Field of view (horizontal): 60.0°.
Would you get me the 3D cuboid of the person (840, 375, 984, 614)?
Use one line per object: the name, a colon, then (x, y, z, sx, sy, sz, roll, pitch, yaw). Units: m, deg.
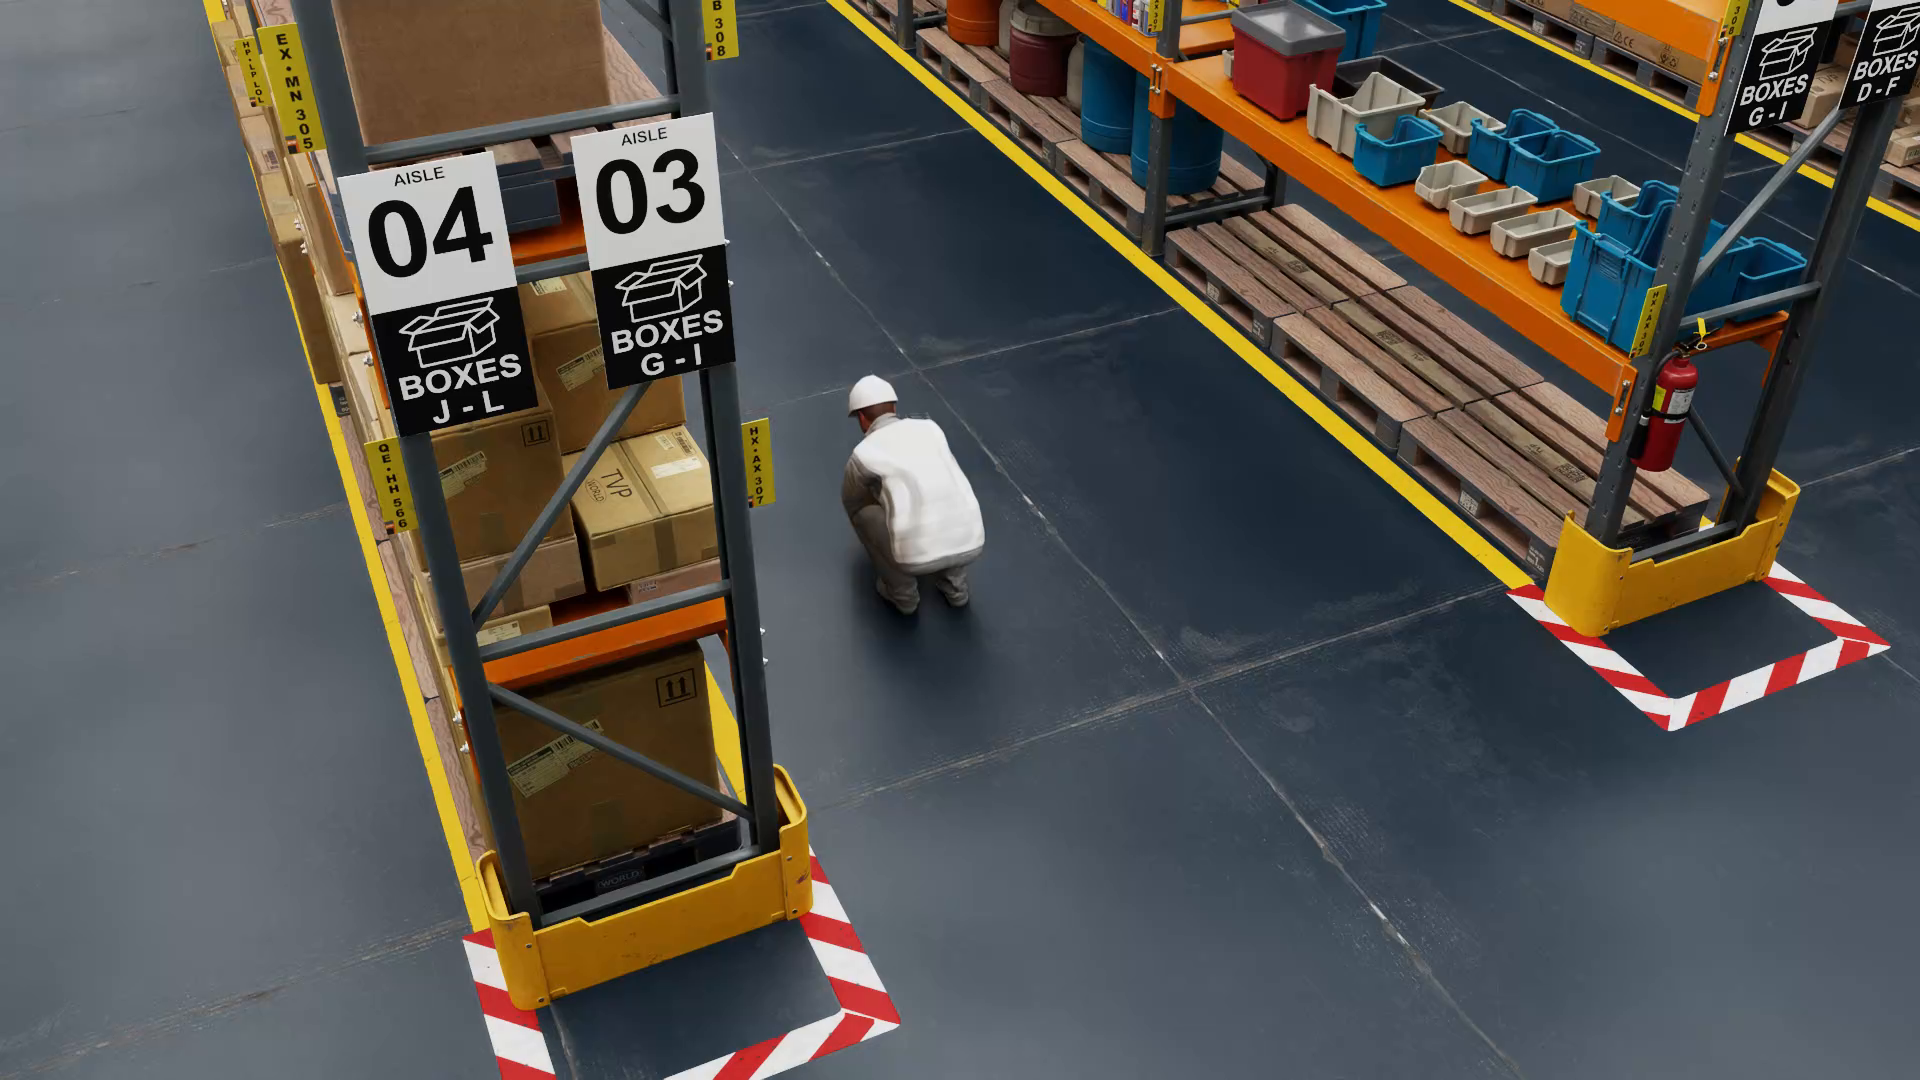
person: (-0.237, -0.188, 7.727, 0.541, 1.007, 0.858, -16, 40, -20)
